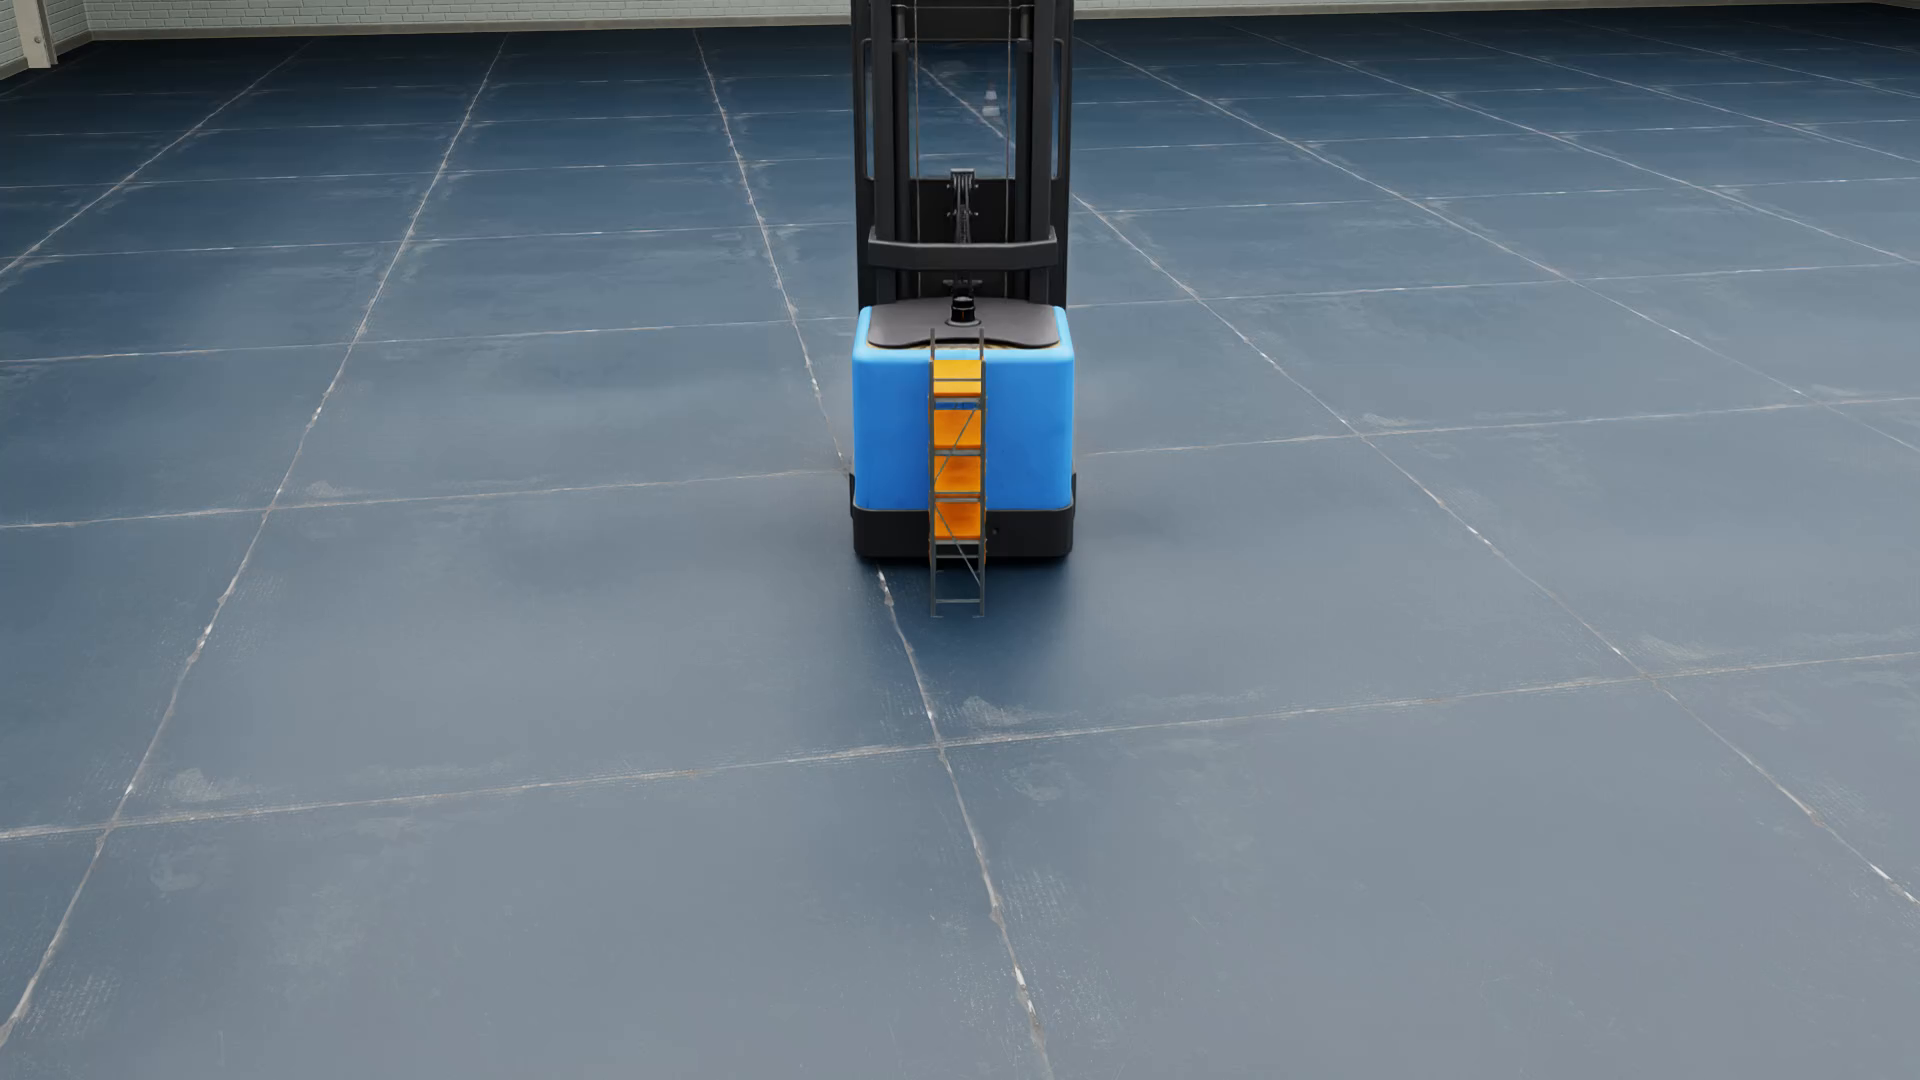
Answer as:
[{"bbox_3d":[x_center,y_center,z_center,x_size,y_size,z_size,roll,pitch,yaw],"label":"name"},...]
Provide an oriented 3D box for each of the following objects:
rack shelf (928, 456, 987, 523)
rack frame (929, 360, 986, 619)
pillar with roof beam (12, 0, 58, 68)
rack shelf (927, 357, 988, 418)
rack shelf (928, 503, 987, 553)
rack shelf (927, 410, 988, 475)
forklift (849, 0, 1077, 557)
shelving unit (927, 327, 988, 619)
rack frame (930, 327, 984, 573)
[{"bbox_3d":[-0.012,-0.237,7.462,0.258,0.148,0.480,0,24,0],"label":"rack shelf"},{"bbox_3d":[-0.011,-0.201,7.212,0.240,1.200,0.015,0,24,0],"label":"rack frame"},{"bbox_3d":[-8.881,-11.216,22.687,9.100,9.000,0.400,-4,24,-10],"label":"pillar with roof beam"},{"bbox_3d":[-0.012,-0.659,7.278,0.258,0.148,0.480,0,24,0],"label":"rack shelf"},{"bbox_3d":[-0.012,-0.055,7.542,0.258,0.148,0.480,0,24,0],"label":"rack shelf"},{"bbox_3d":[-0.012,-0.442,7.373,0.258,0.148,0.480,0,24,0],"label":"rack shelf"},{"bbox_3d":[0.010,-1.802,8.715,1.130,2.935,3.031,0,24,0],"label":"forklift"},{"bbox_3d":[-0.012,-0.299,7.436,0.258,1.200,0.503,0,24,0],"label":"shelving unit"},{"bbox_3d":[-0.013,-0.397,7.659,0.240,1.200,0.015,0,24,0],"label":"rack frame"}]
